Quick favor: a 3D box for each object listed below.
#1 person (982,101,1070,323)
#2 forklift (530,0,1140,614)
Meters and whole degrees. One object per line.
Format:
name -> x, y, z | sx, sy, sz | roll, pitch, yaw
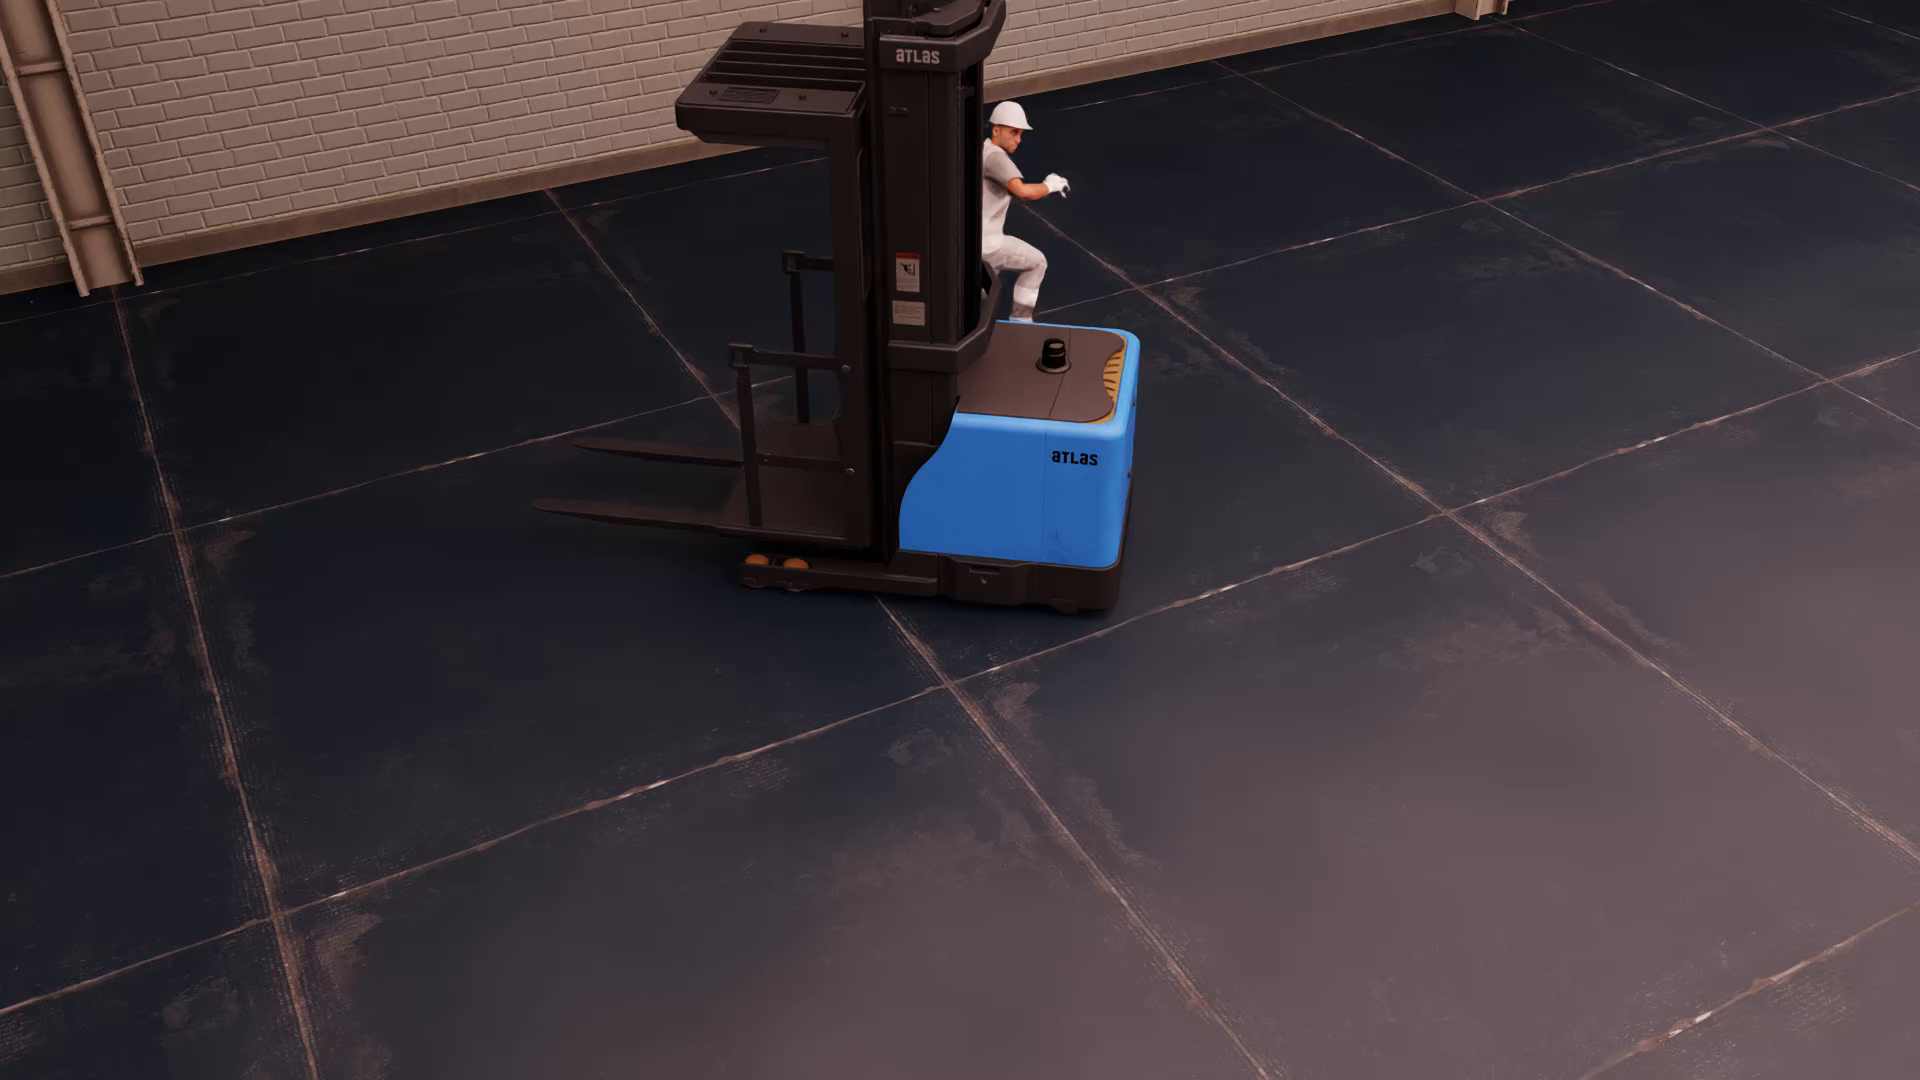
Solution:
person -> 0.343, -1.912, 10.091 | 0.936, 1.497, 0.804 | -21, 40, -27
forklift -> -0.656, -1.233, 7.868 | 3.031, 2.935, 1.130 | 5, 36, 8
